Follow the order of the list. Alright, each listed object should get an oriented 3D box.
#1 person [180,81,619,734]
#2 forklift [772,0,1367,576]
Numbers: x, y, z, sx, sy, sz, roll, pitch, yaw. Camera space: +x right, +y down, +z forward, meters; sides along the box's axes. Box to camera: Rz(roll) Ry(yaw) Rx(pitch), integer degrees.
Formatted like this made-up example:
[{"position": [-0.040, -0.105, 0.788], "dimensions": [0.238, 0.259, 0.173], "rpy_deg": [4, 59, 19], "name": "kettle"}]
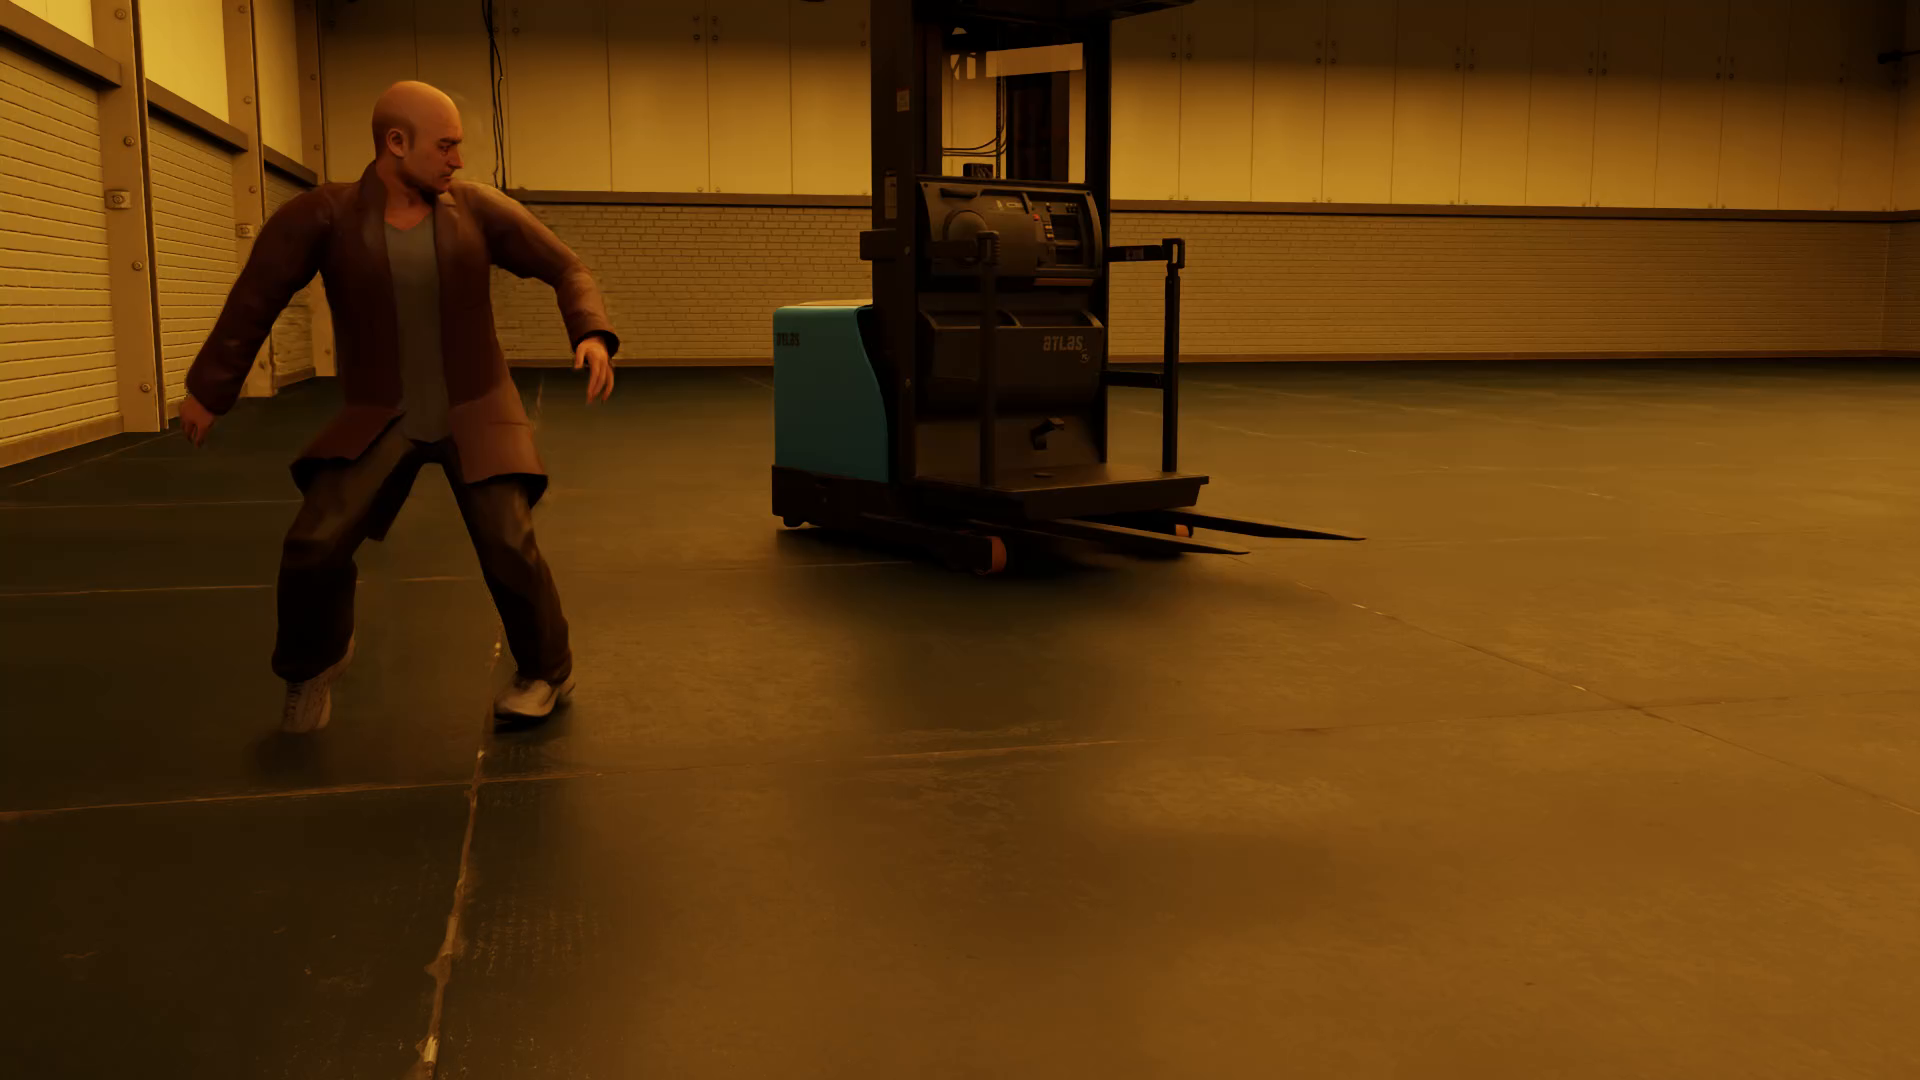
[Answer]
[{"position": [-1.395, -0.263, 4.142], "dimensions": [1.069, 1.688, 0.539], "rpy_deg": [-2, 8, -16], "name": "person"}, {"position": [0.355, -1.383, 7.015], "dimensions": [1.130, 2.935, 3.031], "rpy_deg": [-6, 10, -35], "name": "forklift"}]
